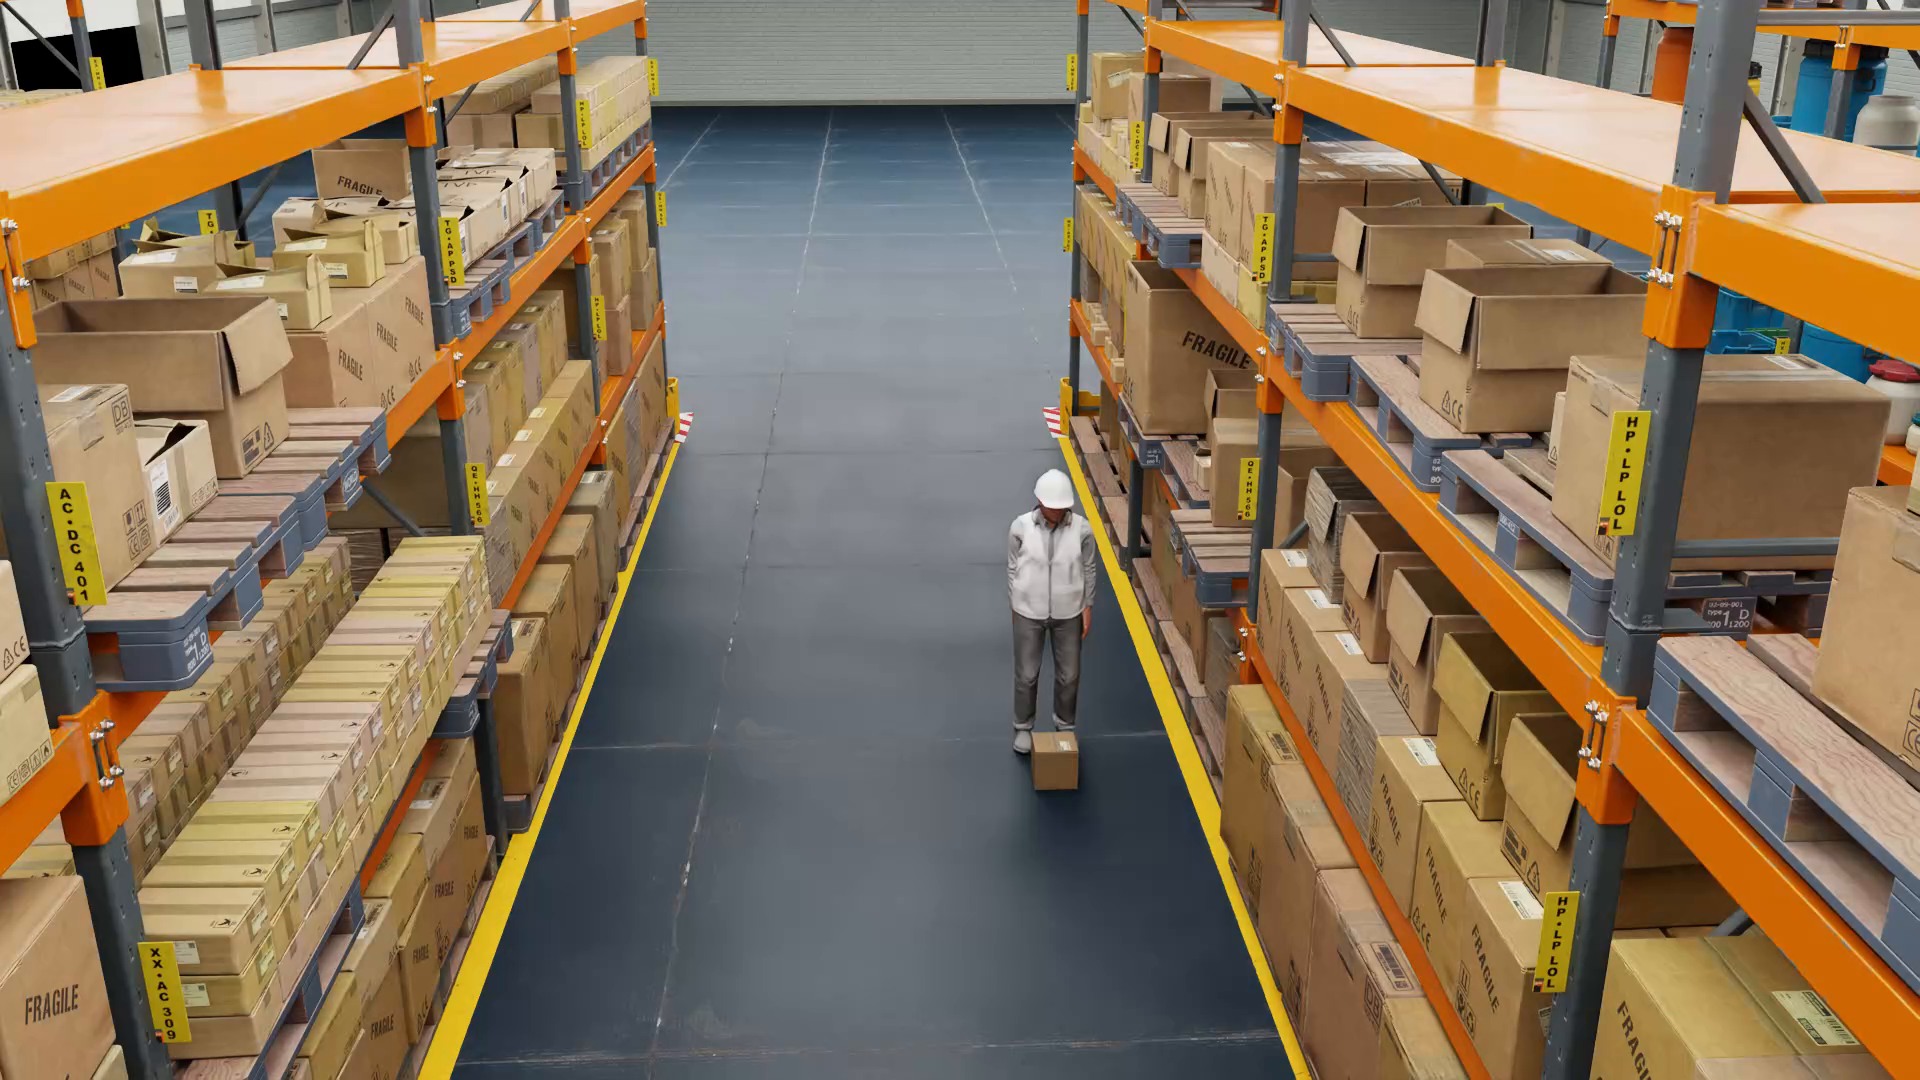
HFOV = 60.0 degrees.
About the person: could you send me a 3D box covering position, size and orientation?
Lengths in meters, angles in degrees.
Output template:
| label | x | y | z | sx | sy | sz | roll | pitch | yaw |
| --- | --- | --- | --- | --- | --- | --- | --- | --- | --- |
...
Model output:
| label | x | y | z | sx | sy | sz | roll | pitch | yaw |
| --- | --- | --- | --- | --- | --- | --- | --- | --- | --- |
| person | 0.546 | 0.421 | 9.923 | 0.534 | 1.768 | 0.357 | -1 | 20 | -2 |
